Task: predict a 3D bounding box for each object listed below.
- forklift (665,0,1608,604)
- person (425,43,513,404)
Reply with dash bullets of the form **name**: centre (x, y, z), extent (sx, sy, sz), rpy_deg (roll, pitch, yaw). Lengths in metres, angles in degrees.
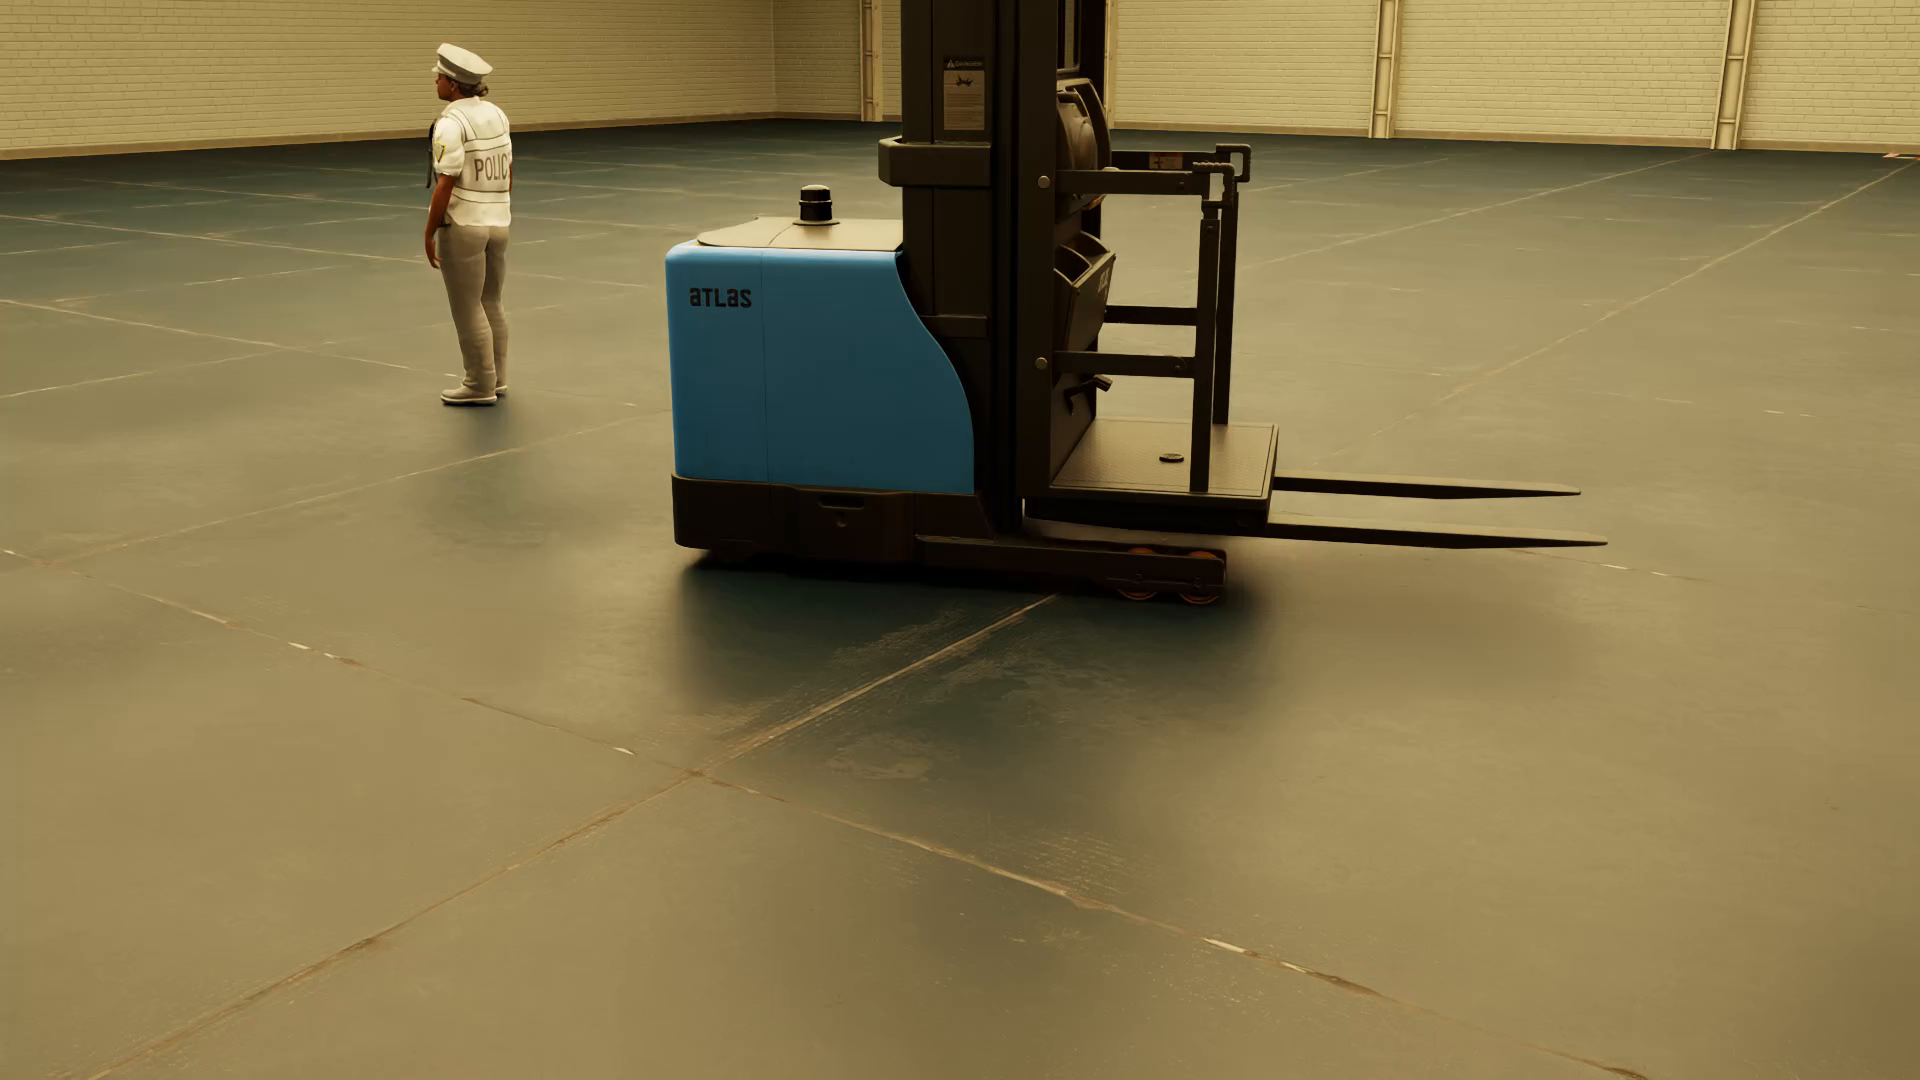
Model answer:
- **forklift**: centre (0.595, -1.367, 5.404), extent (3.031, 2.935, 1.130), rpy_deg (4, 17, 12)
- **person**: centre (-2.393, -1.500, 7.981), extent (0.530, 1.695, 0.570), rpy_deg (7, 18, 22)
